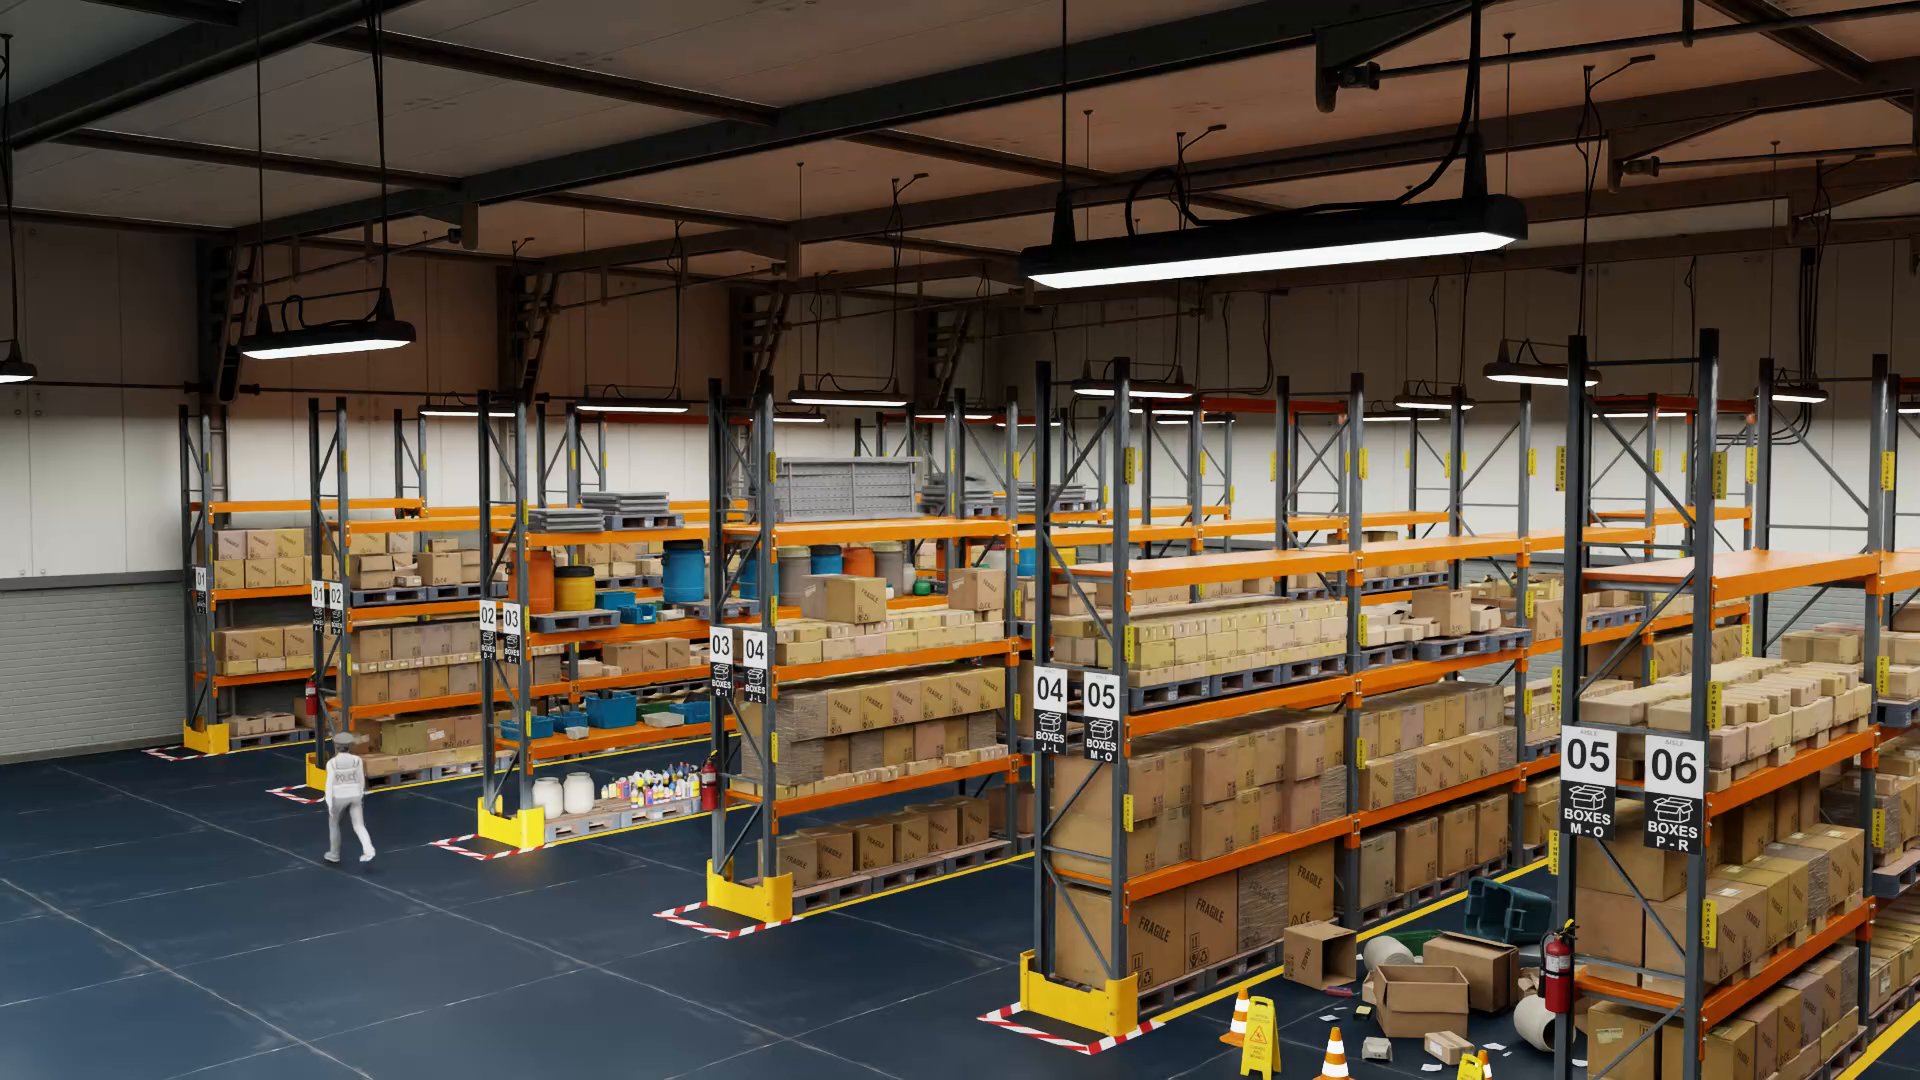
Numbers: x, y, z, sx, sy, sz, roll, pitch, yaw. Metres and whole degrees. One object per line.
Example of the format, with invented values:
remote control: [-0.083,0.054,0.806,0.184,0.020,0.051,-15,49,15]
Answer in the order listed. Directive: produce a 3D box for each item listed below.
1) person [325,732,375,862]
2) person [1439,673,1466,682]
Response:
person: [-7.674,3.235,20.771,0.951,1.642,0.483,3,4,45]
person: [8.214,2.848,27.547,0.678,1.739,0.636,-2,4,-35]
